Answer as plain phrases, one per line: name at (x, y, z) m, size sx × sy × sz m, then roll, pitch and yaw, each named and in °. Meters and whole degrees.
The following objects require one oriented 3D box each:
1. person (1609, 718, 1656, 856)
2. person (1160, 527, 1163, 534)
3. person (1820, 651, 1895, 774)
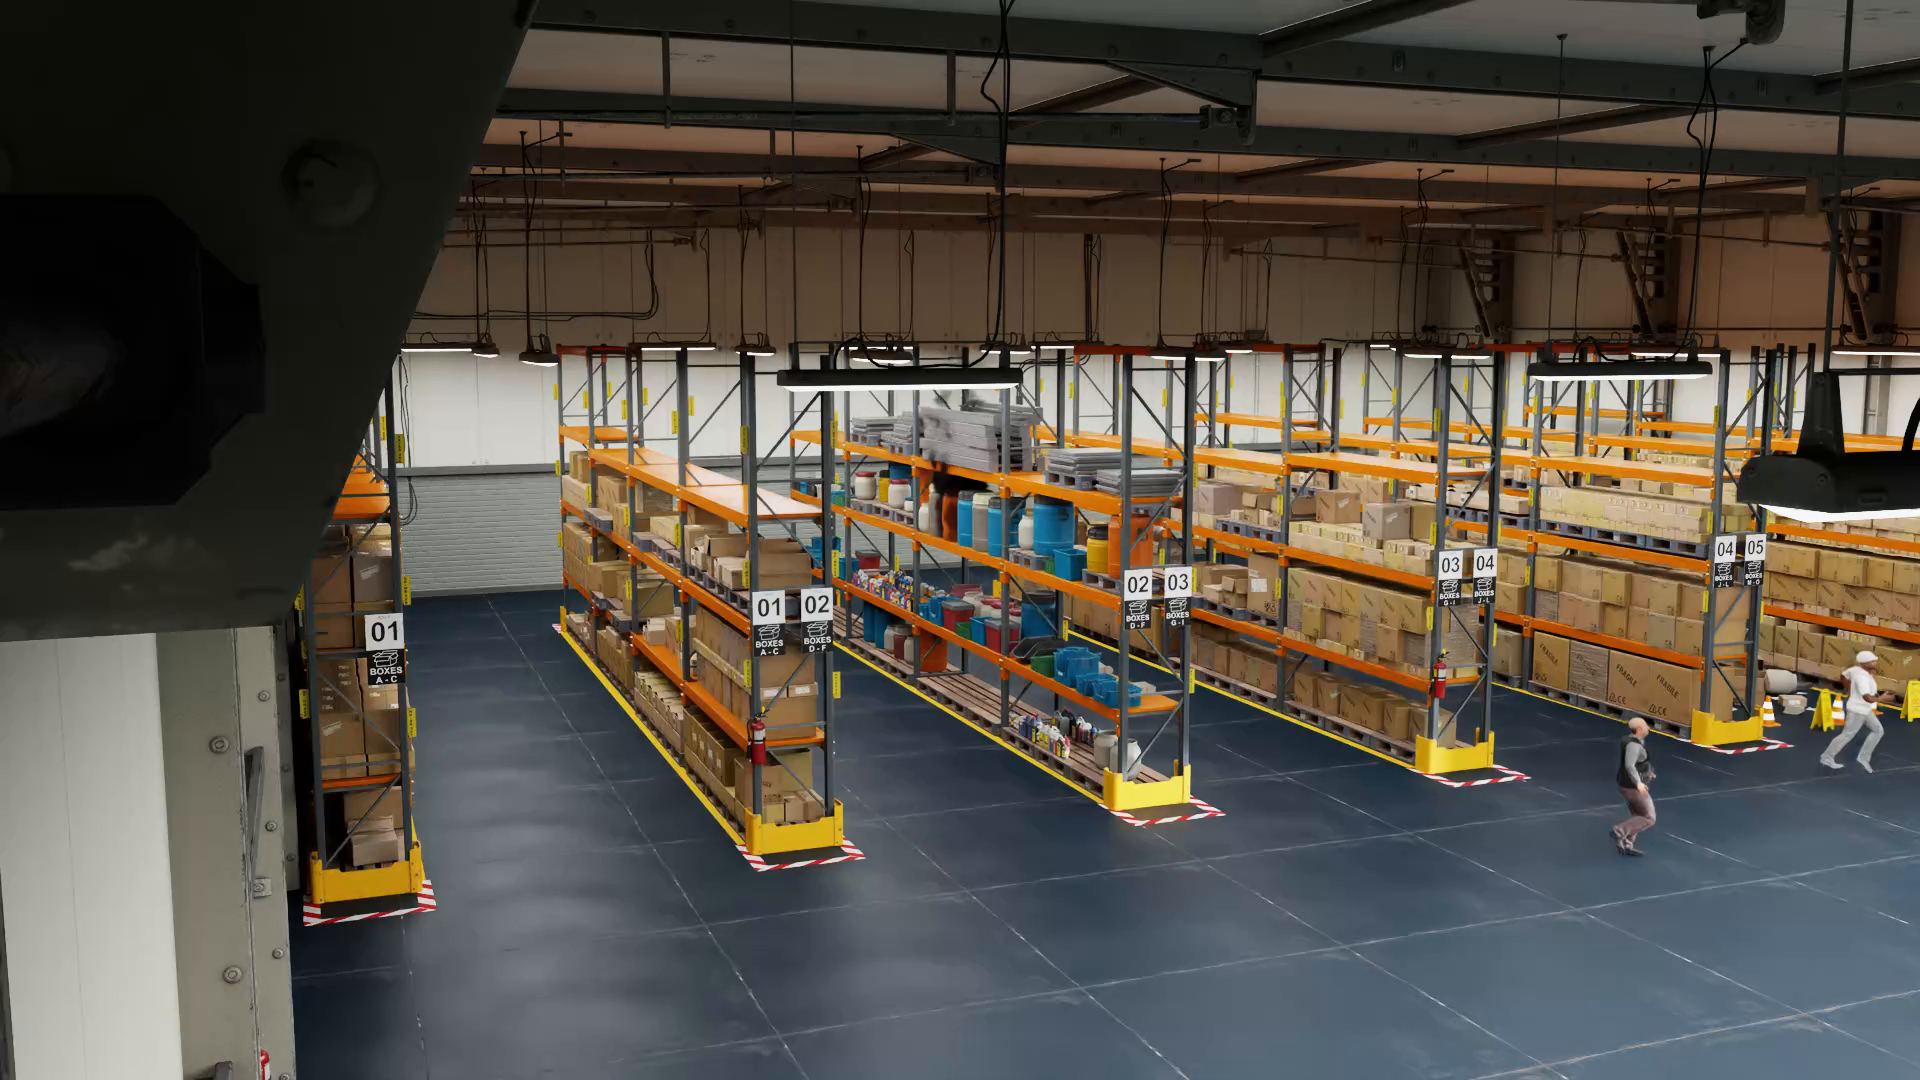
person at (8.110, 2.966, 20.018) m, size 0.576 × 1.692 × 0.676 m, roll 1°, pitch 7°, yaw 8°
person at (4.726, 0.527, 38.751) m, size 0.743 × 1.752 × 0.980 m, roll -2°, pitch 7°, yaw -12°
person at (12.822, 2.454, 23.733) m, size 0.886 × 1.796 × 0.713 m, roll 4°, pitch 8°, yaw 28°
